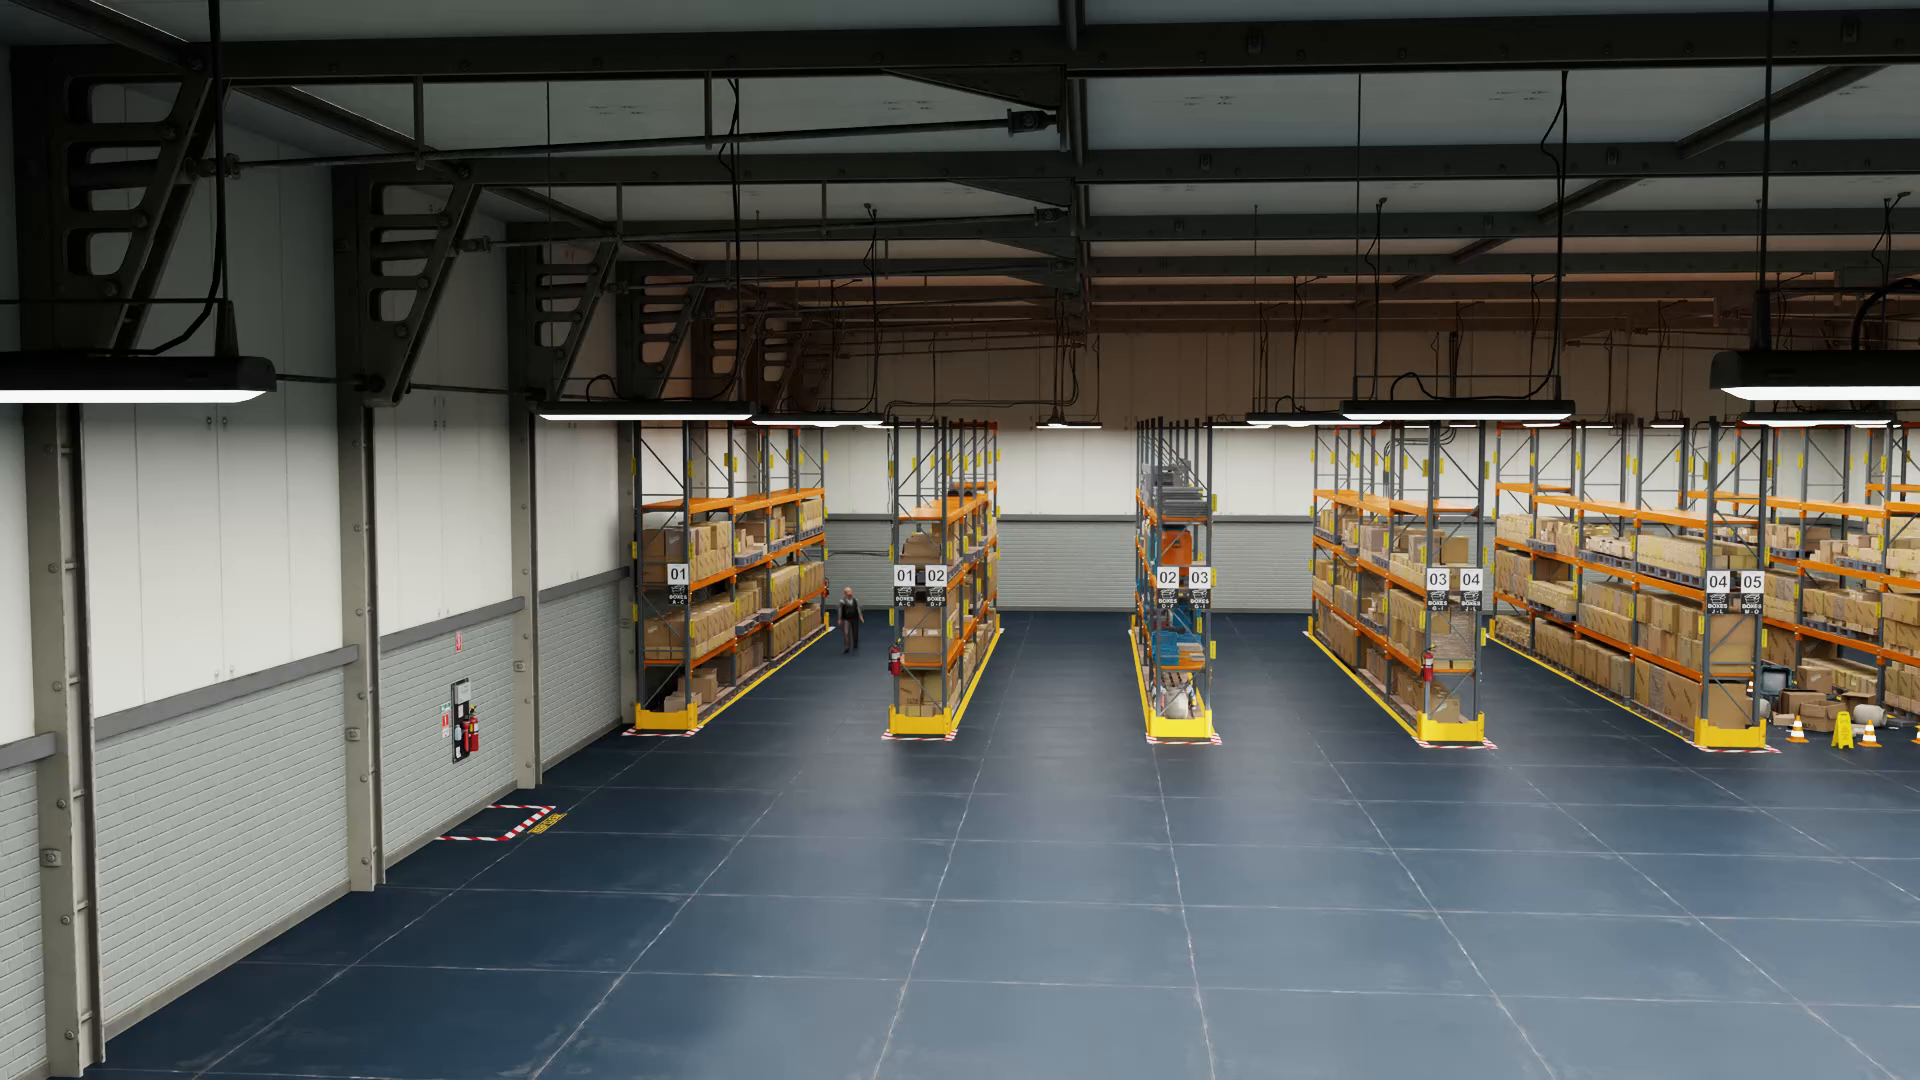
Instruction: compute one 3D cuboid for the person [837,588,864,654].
[{"bbox_3d":[-2.840,2.081,43.116,0.689,1.672,1.066,0,4,0],"label":"person"}]
